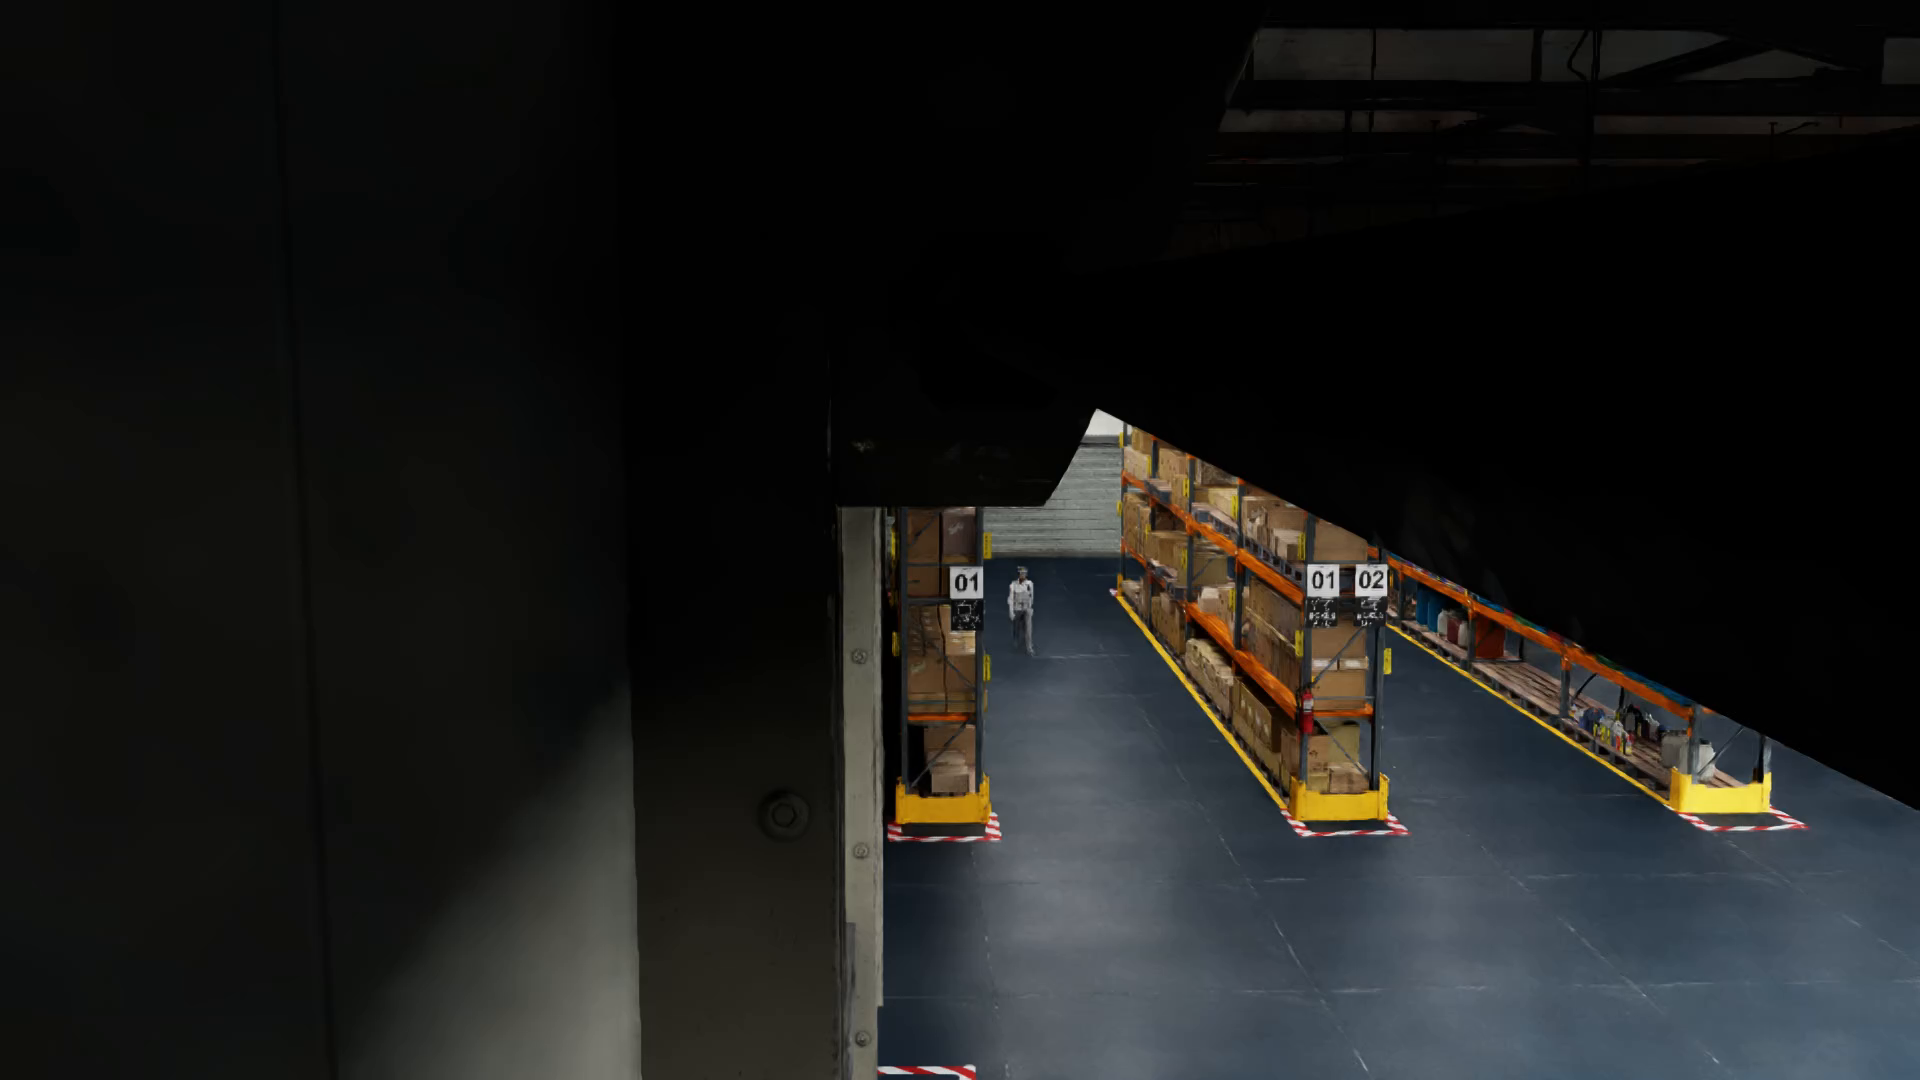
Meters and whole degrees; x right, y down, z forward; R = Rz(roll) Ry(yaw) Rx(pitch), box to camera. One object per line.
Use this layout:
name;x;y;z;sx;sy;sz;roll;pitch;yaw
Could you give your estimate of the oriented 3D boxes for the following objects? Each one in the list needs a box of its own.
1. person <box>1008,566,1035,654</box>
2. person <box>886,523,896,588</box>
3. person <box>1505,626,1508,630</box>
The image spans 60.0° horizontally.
person;1.122;1.254;30.415;0.499;1.587;1.074;-1;8;-4
person;-1.420;0.218;37.486;0.486;1.726;0.727;6;10;35
person;10.734;1.074;32.050;0.419;1.500;1.037;-1;8;-4
